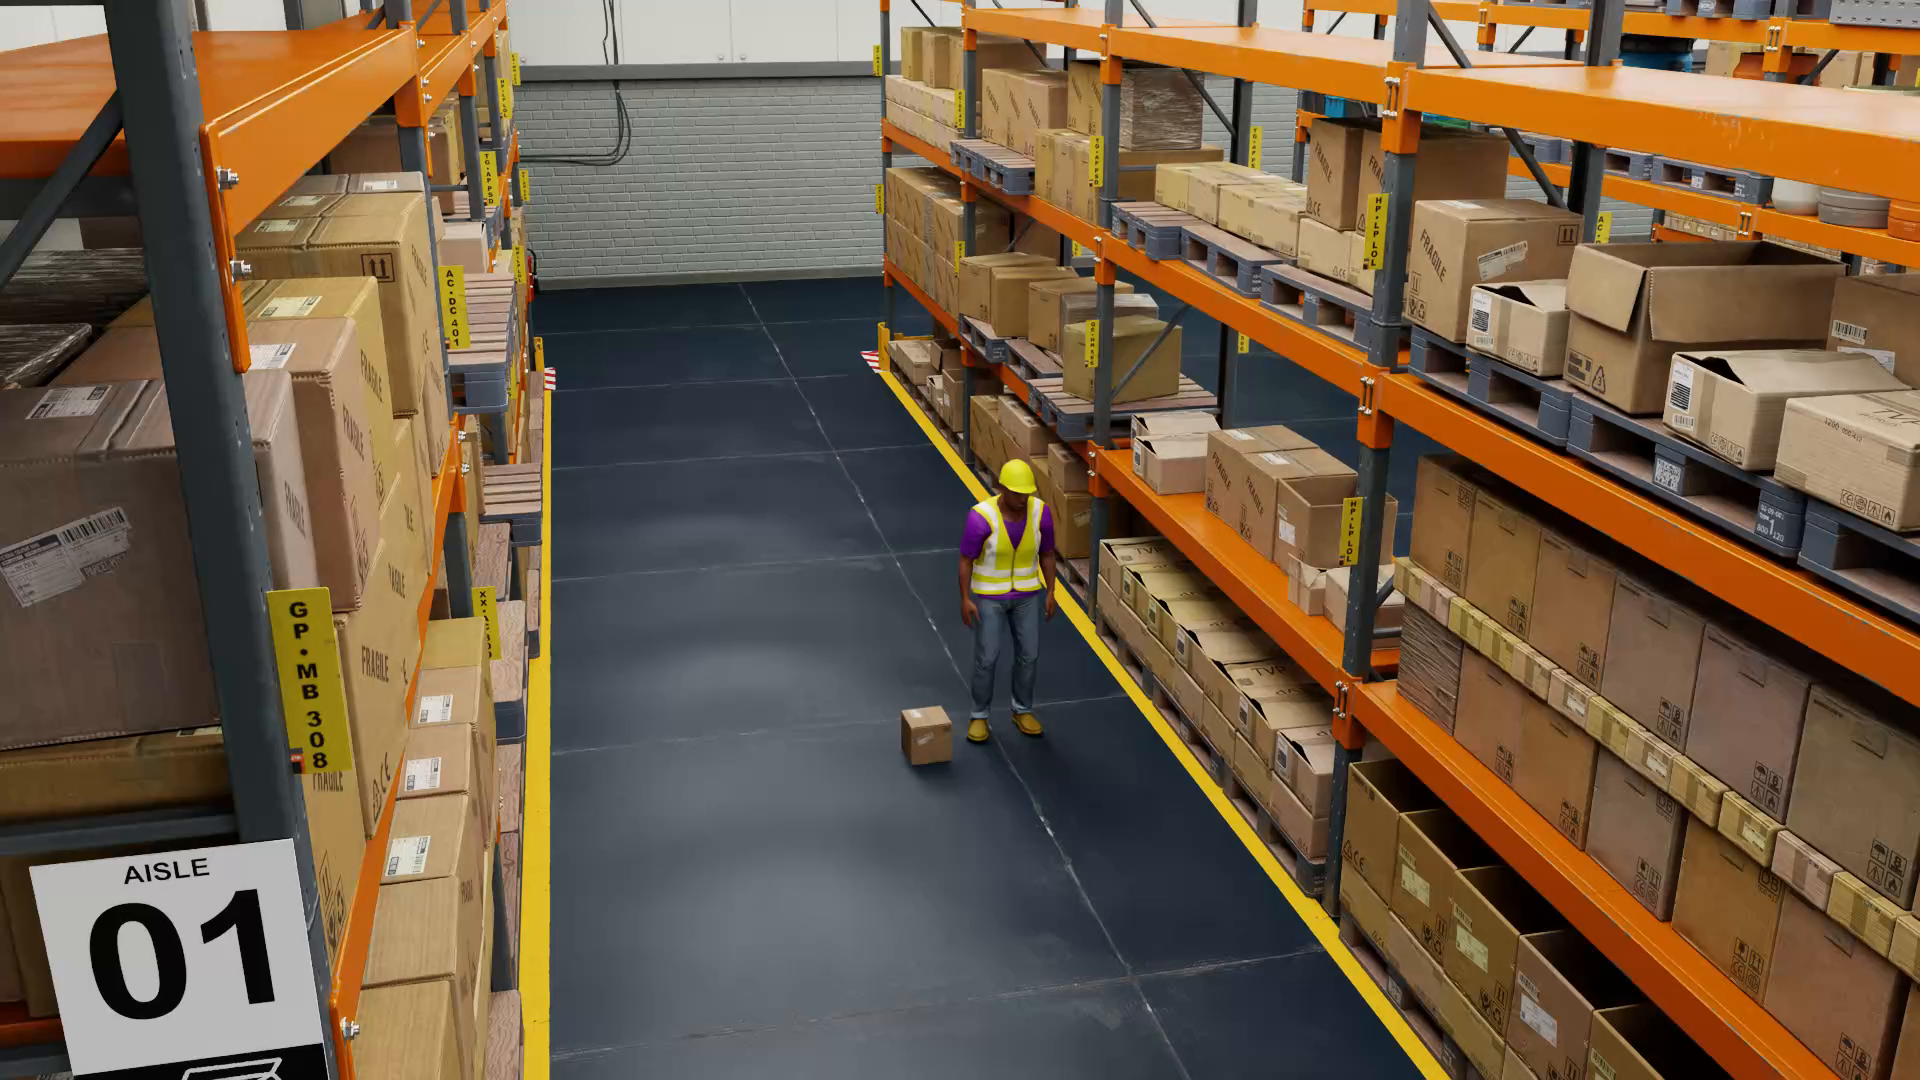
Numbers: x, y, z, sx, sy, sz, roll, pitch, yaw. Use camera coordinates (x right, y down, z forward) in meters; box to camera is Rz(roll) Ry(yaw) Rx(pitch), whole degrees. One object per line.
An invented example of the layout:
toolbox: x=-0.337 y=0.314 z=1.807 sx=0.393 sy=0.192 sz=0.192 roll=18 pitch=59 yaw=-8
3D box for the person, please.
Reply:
person: x=0.297 y=0.345 z=10.068 sx=0.618 sy=1.760 sz=0.460 roll=-5 pitch=20 yaw=-15
